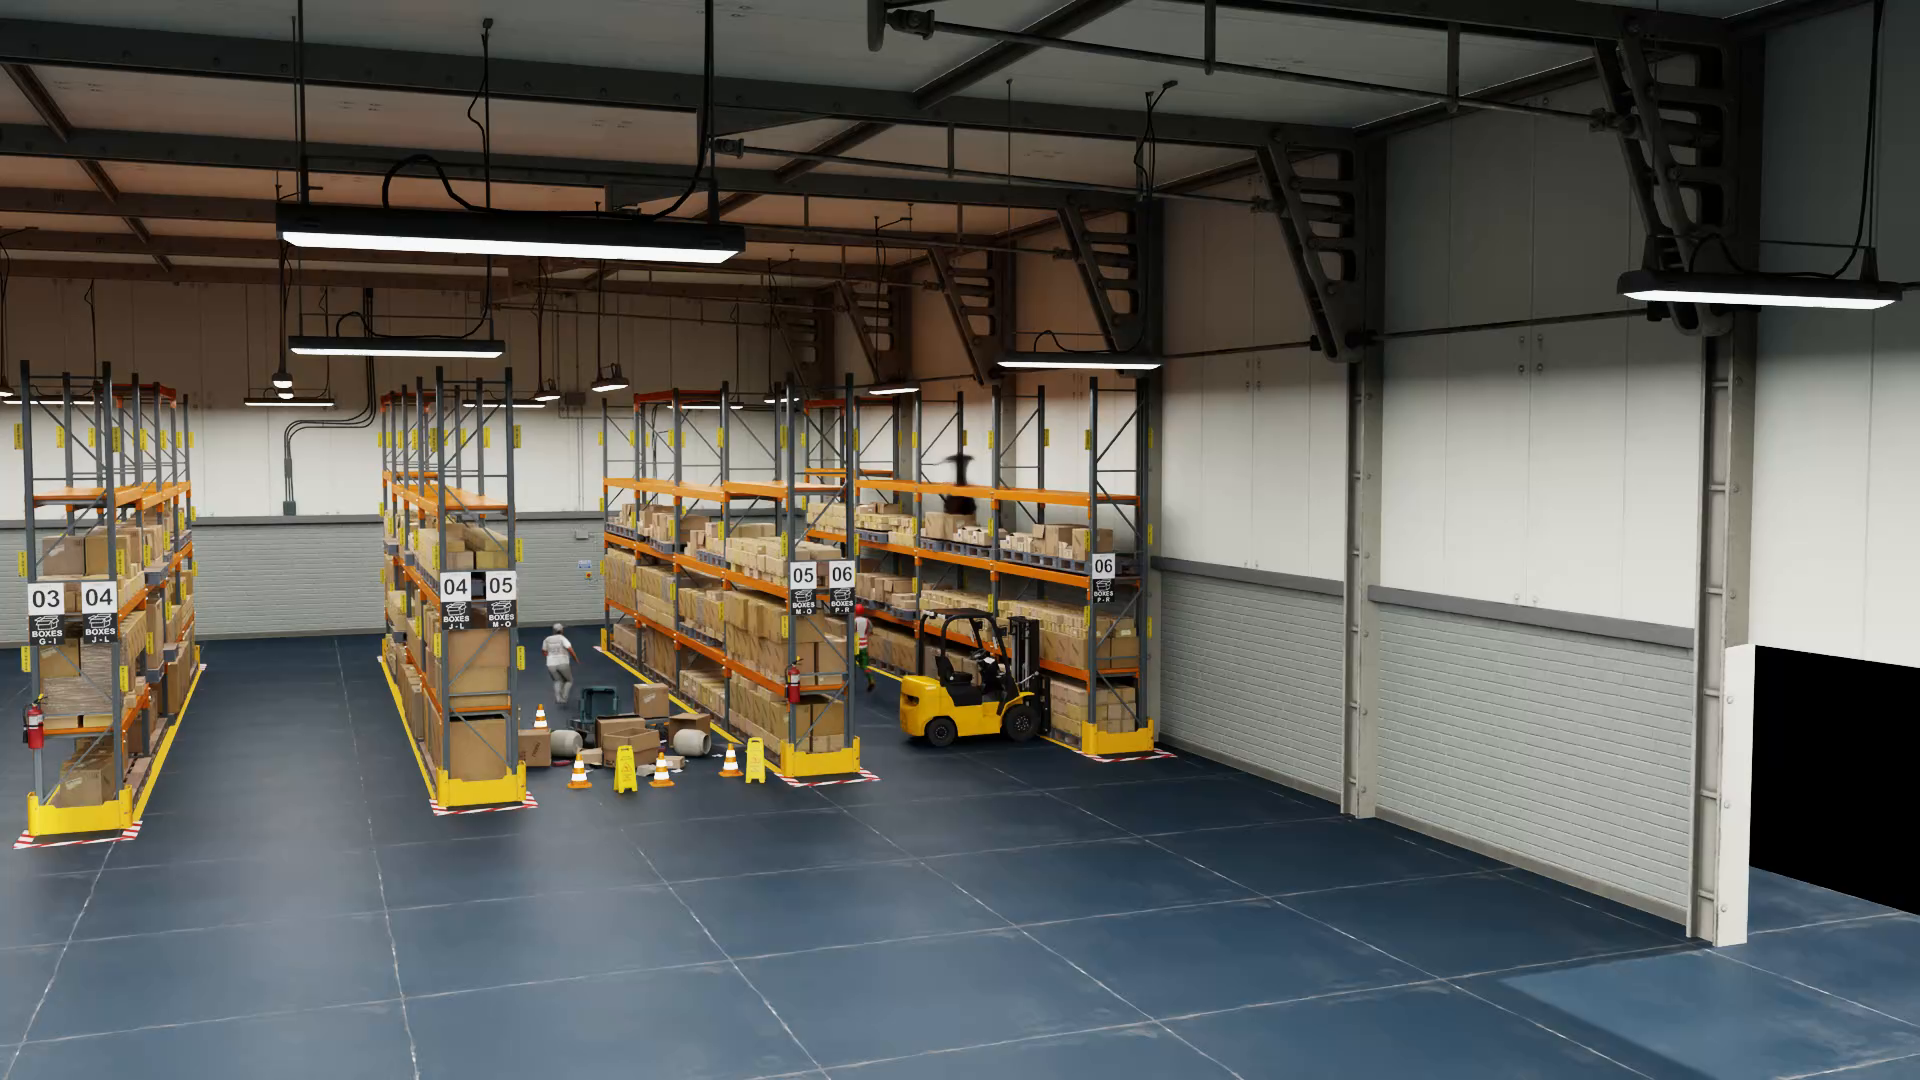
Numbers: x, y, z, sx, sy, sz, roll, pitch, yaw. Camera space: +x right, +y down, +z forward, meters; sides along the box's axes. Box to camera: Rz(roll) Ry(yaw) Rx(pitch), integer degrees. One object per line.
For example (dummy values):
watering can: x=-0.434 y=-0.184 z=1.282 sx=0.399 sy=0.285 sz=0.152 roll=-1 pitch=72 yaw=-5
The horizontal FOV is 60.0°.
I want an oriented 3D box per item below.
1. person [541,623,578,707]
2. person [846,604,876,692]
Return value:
person: x=-7.550 y=2.361 z=31.278 sx=0.686 sy=1.577 sz=0.510 roll=0 pitch=3 yaw=4
person: x=-2.006 y=2.129 z=32.605 sx=0.674 sy=1.763 sz=1.000 roll=-2 pitch=4 yaw=-32
